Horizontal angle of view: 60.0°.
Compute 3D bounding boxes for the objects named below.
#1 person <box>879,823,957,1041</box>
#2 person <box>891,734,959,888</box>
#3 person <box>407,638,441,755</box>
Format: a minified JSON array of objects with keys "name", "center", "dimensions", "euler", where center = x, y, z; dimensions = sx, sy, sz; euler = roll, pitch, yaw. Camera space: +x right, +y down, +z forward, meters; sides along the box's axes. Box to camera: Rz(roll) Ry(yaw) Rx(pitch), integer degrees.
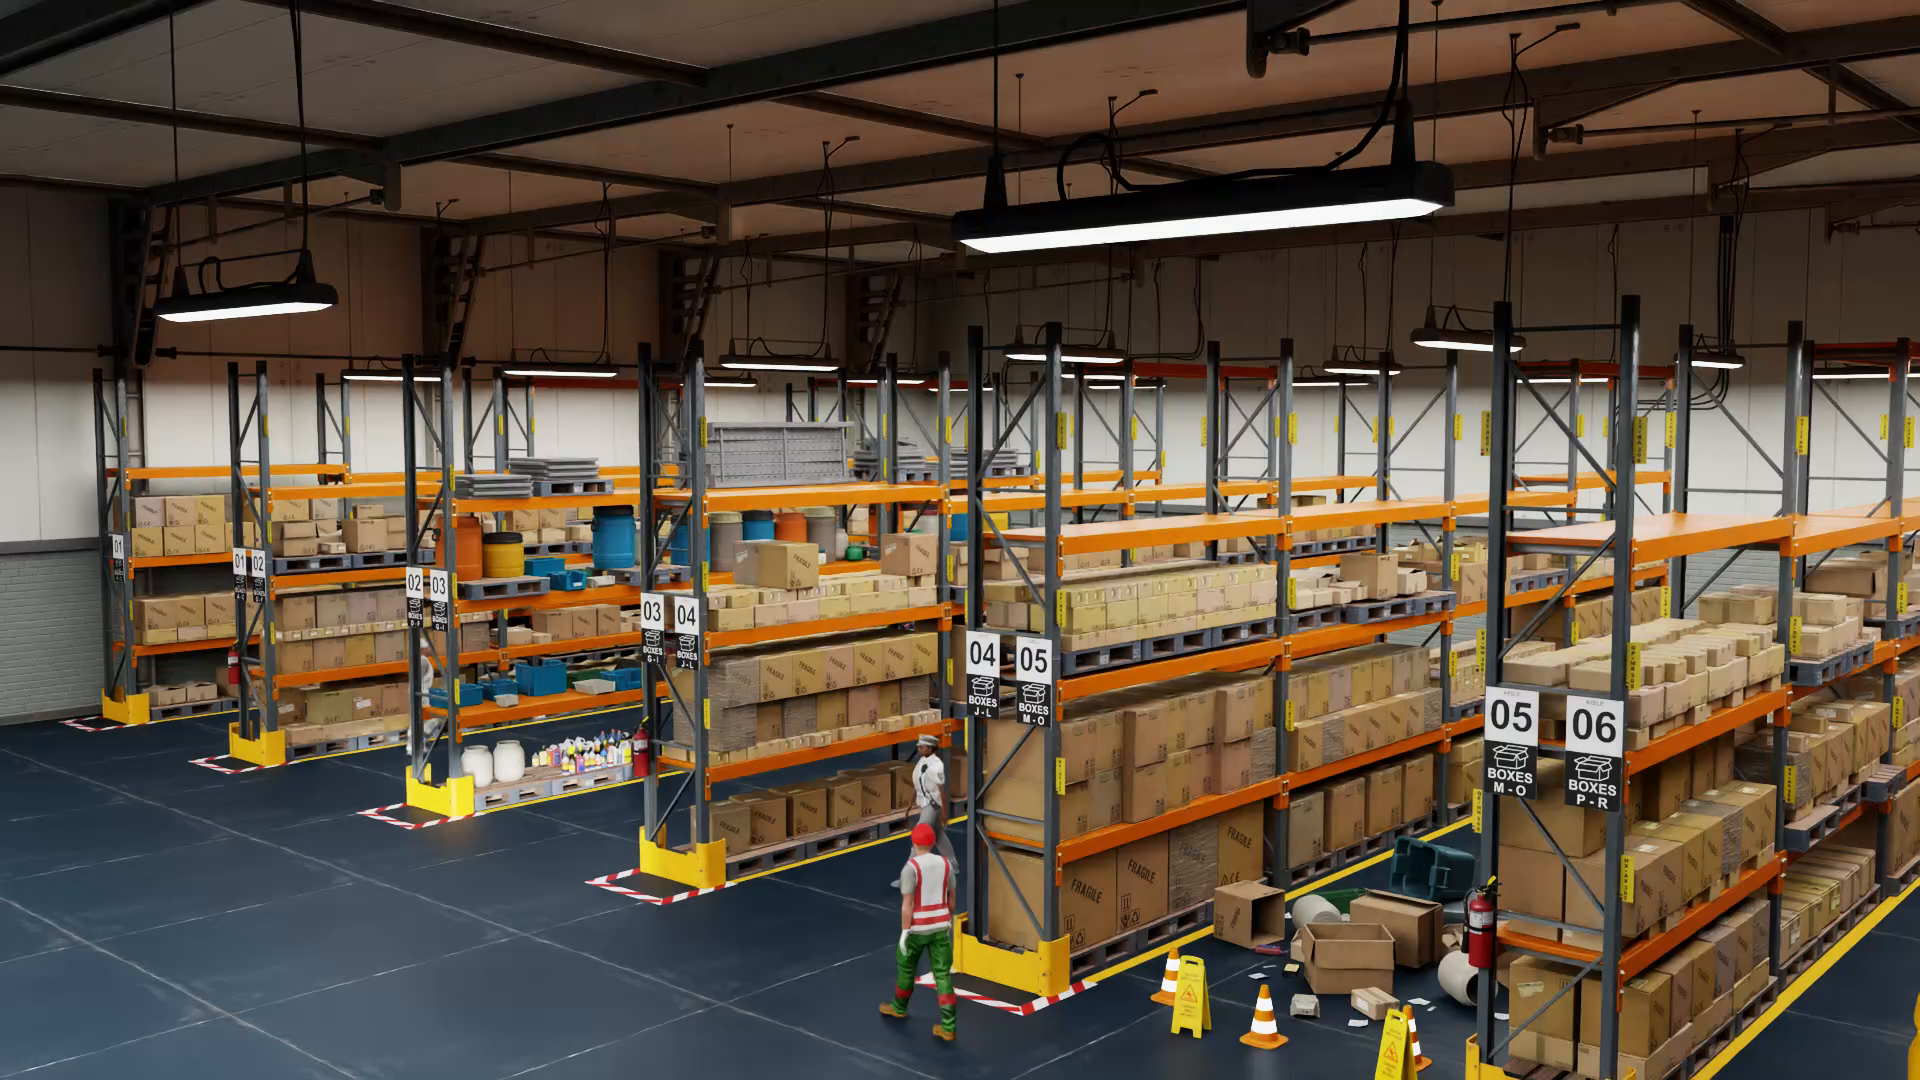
[{"name":"person","center":[-0.320,3.239,14.018],"dimensions":[0.601,1.724,0.985],"euler":[-2,5,-29]},{"name":"person","center":[-0.405,2.963,18.448],"dimensions":[0.882,1.645,0.492],"euler":[-2,4,-20]},{"name":"person","center":[-8.257,2.385,25.501],"dimensions":[0.496,1.772,0.572],"euler":[-3,5,-34]}]
